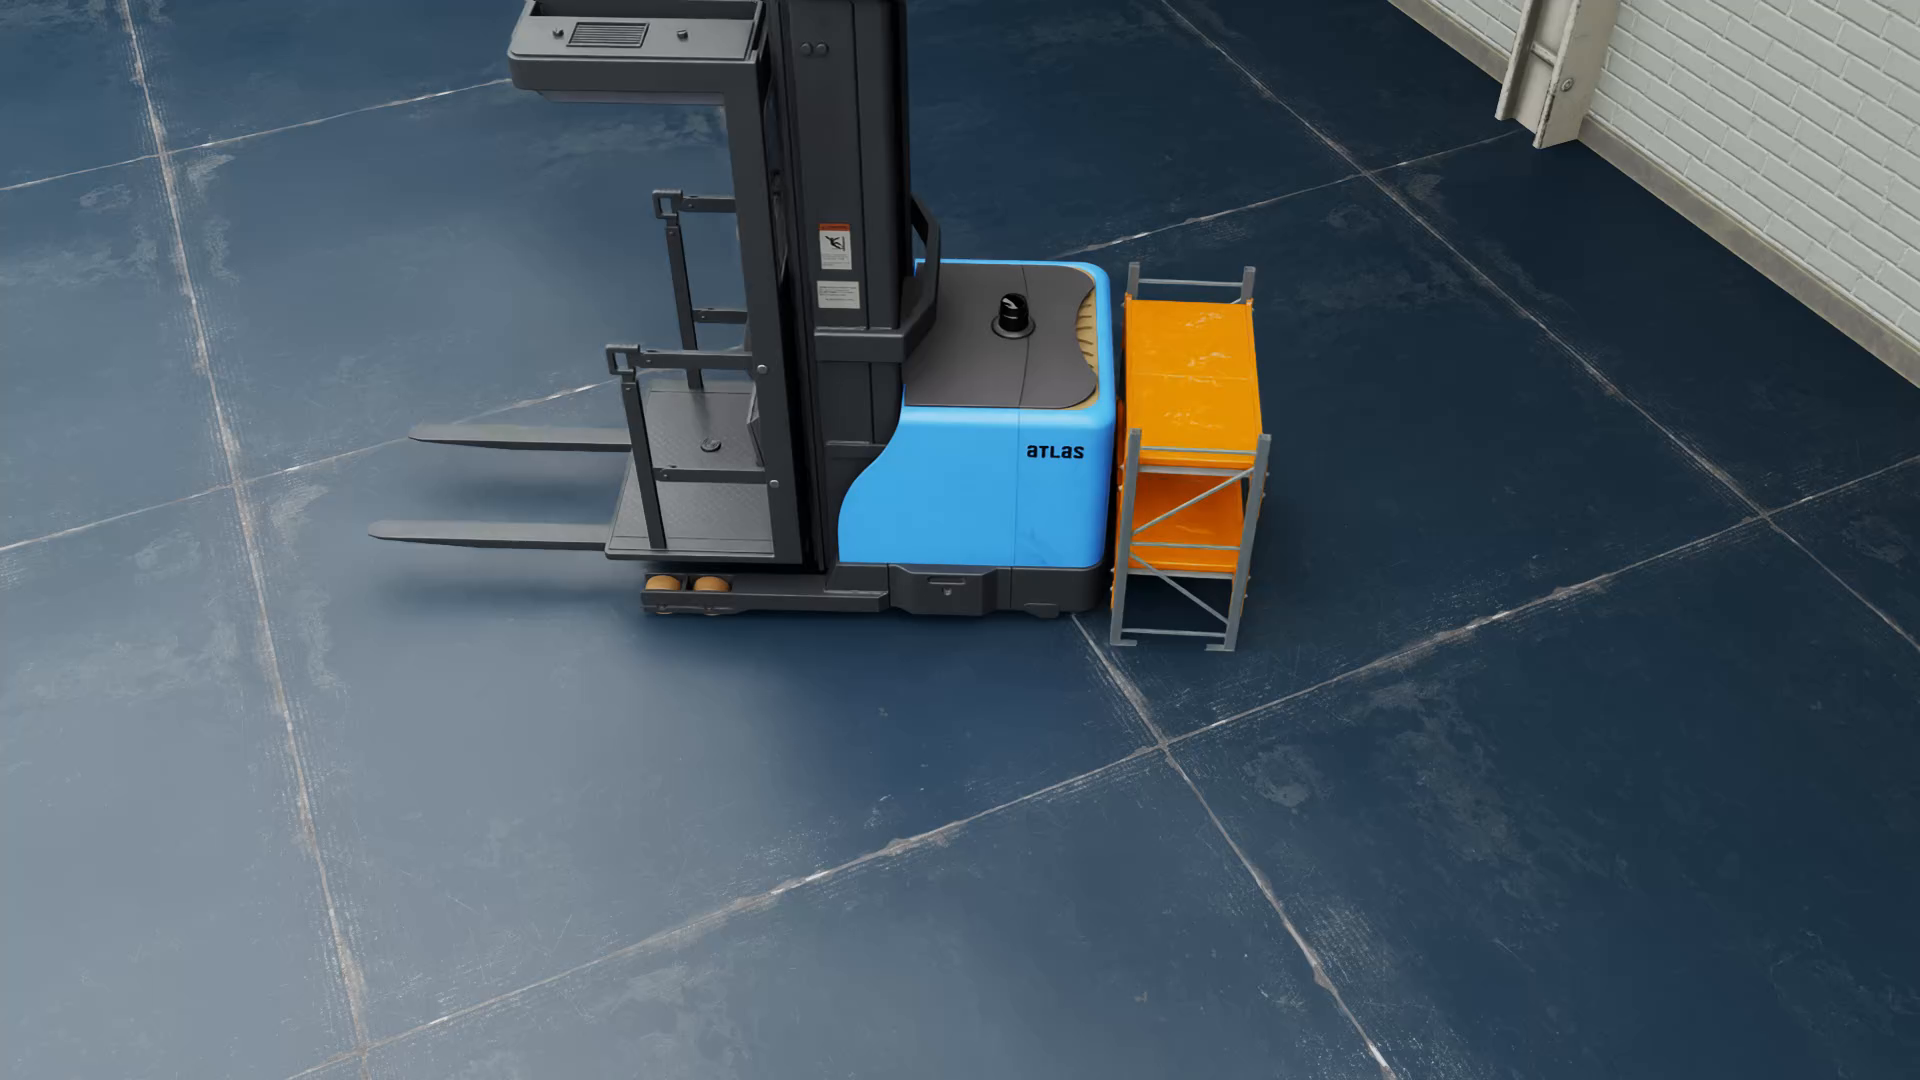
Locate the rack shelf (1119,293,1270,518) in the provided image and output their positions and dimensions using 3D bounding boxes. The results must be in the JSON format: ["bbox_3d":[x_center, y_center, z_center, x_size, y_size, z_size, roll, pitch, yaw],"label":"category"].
[{"bbox_3d":[0.888,-0.540,6.448,0.538,0.278,1.000,3,45,3],"label":"rack shelf"}]

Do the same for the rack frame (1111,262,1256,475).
[{"bbox_3d":[0.925,-0.688,7.015,0.500,1.125,0.032,3,45,3],"label":"rack frame"}]

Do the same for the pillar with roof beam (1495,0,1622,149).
[{"bbox_3d":[-0.600,-4.299,5.069,9.100,9.000,0.400,-18,47,-17],"label":"pillar with roof beam"}]

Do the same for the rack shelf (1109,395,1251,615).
[{"bbox_3d":[0.888,-0.158,6.826,0.538,0.278,1.000,3,45,3],"label":"rack shelf"}]

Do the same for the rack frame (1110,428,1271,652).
[{"bbox_3d":[0.852,0.025,6.293,0.500,1.125,0.032,3,45,3],"label":"rack frame"}]

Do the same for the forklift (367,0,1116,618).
[{"bbox_3d":[-0.911,-1.105,6.152,3.031,2.935,1.130,1,45,1],"label":"forklift"}]

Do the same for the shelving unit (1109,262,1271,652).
[{"bbox_3d":[0.888,-0.332,6.654,0.538,1.125,1.048,3,45,3],"label":"shelving unit"}]
